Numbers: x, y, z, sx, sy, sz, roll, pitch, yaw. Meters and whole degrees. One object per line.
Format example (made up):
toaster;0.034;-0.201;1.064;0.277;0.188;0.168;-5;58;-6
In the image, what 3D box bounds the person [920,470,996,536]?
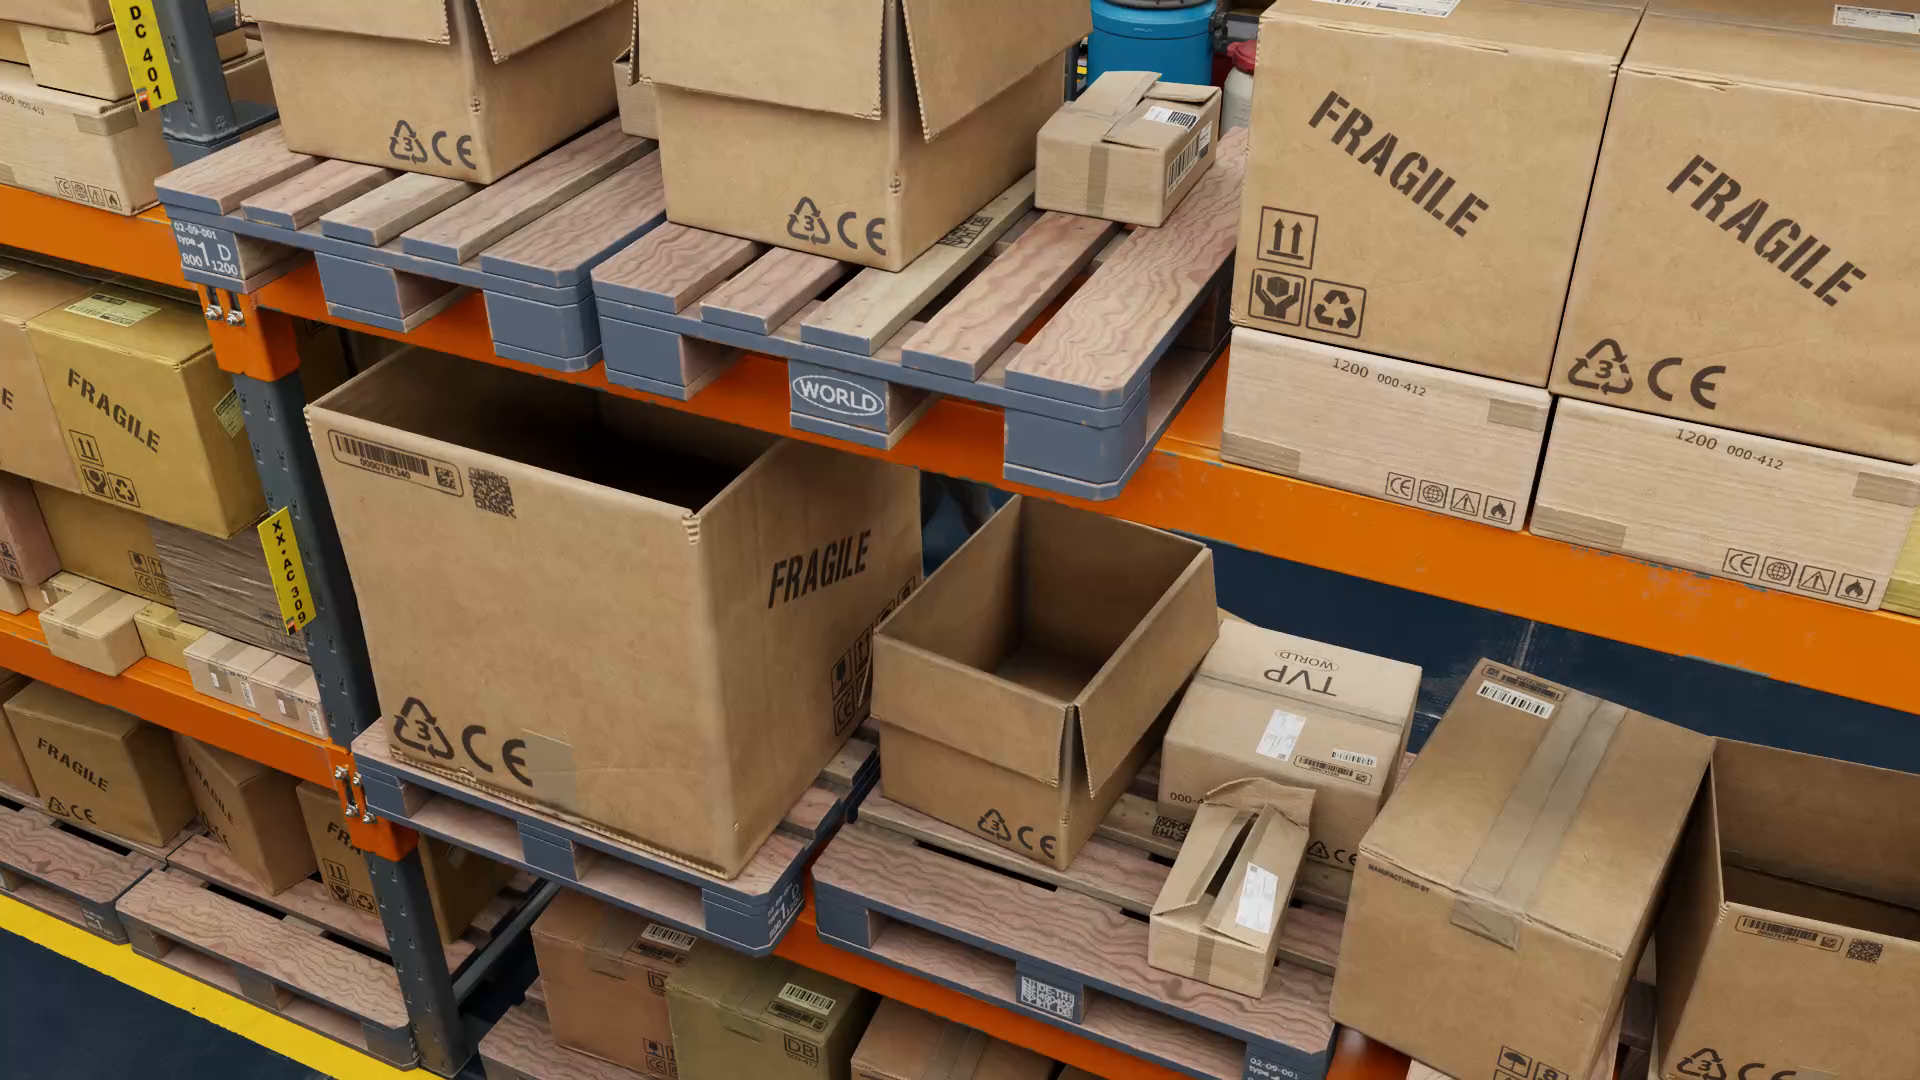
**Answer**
person;-0.066;-0.488;6.880;1.030;1.587;0.476;21;39;28
